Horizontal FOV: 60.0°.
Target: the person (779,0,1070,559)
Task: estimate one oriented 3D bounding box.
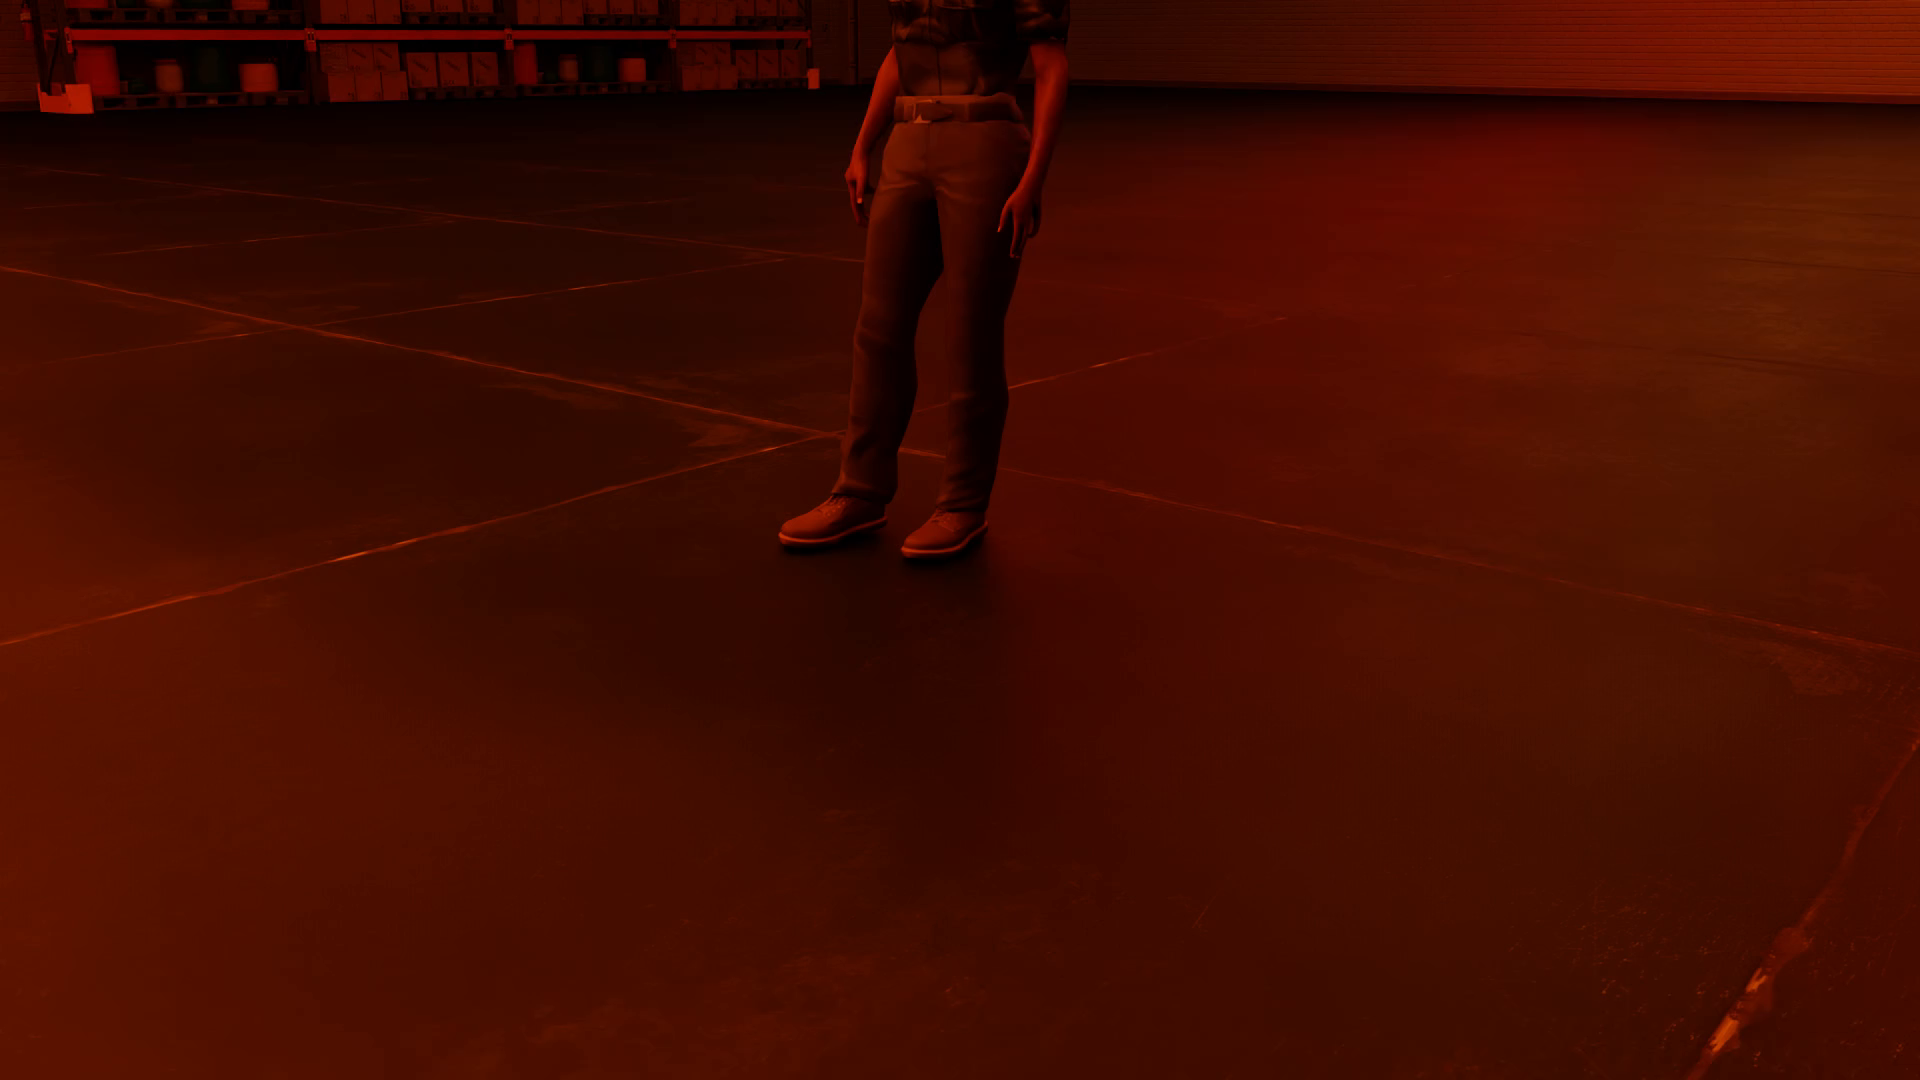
[{"bbox_3d":[-0.071,-0.782,3.646,0.570,1.656,0.503,13,21,37],"label":"person"}]
